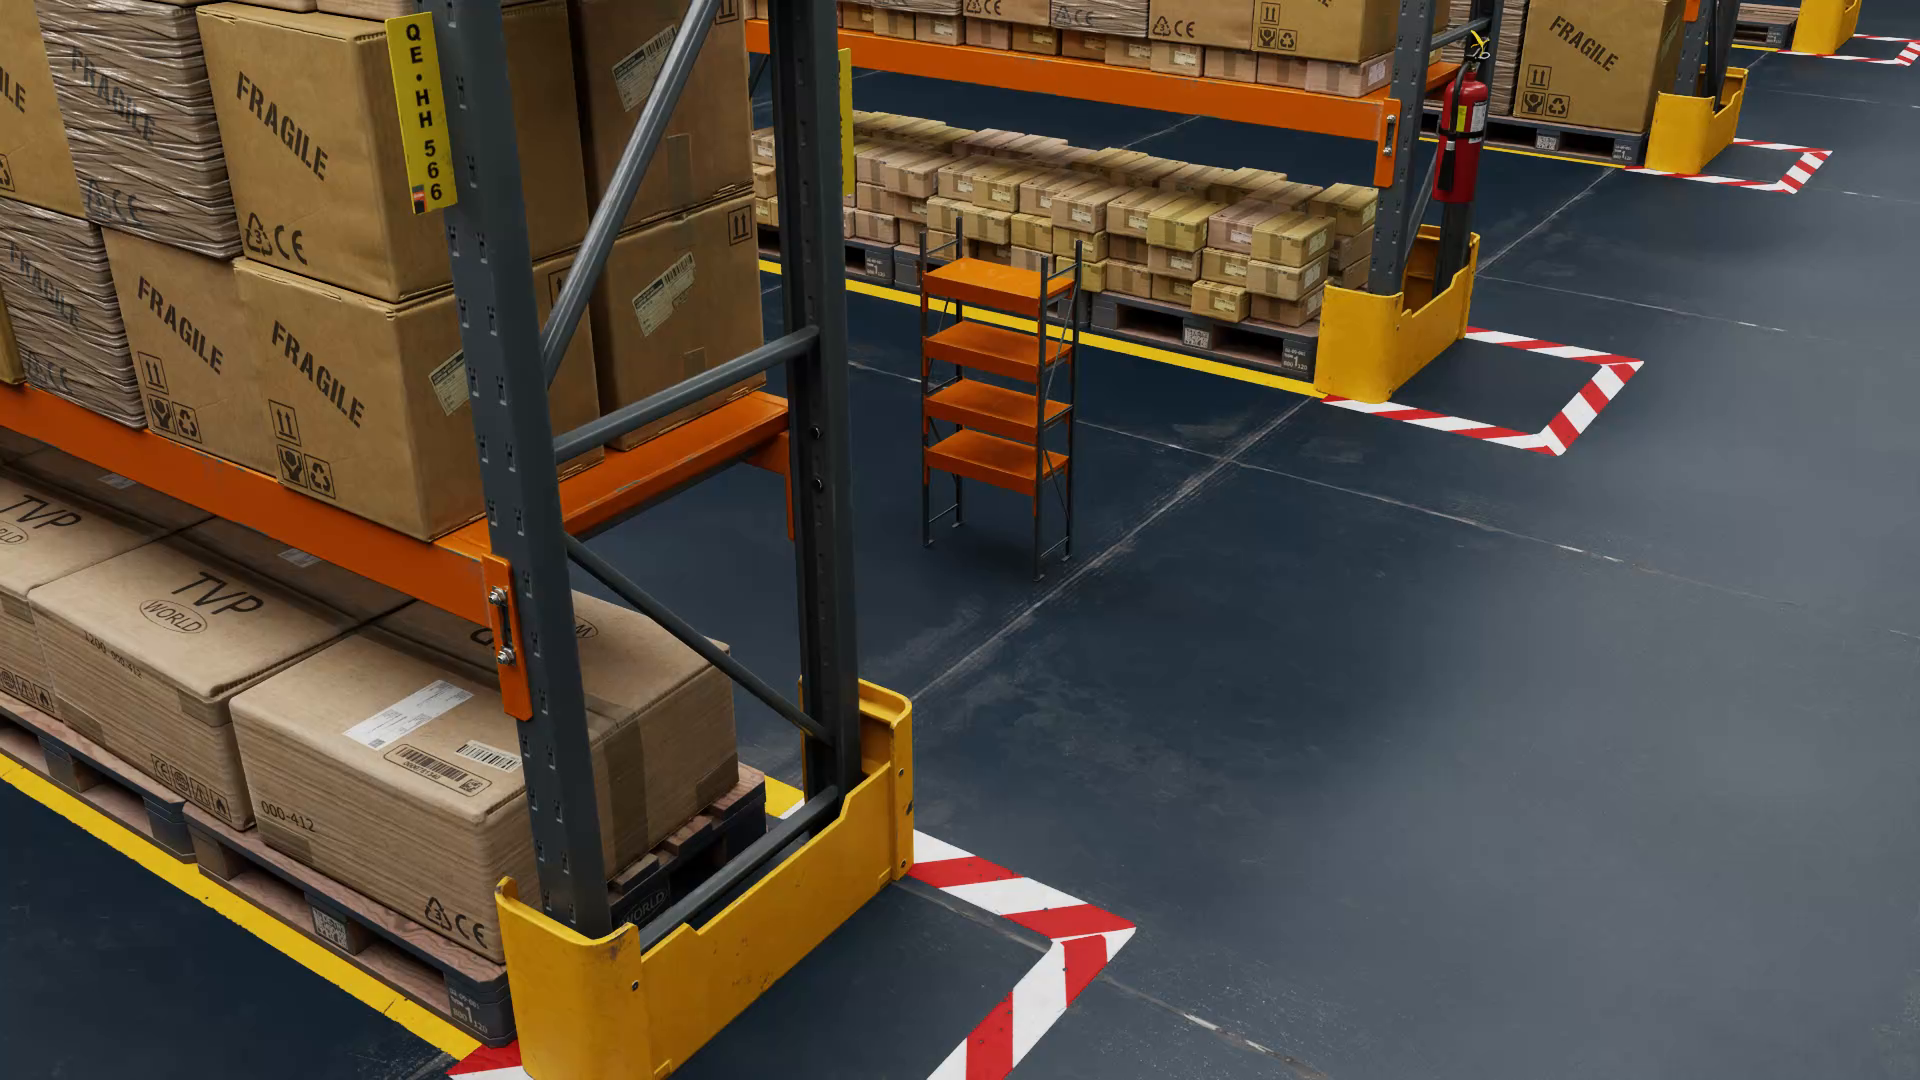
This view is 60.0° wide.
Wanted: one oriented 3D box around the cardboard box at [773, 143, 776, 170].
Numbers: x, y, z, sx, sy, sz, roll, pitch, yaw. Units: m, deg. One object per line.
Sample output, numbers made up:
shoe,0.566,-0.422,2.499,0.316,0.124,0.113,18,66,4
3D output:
cardboard box,-0.809,-2.127,9.147,0.250,0.149,0.380,19,33,33

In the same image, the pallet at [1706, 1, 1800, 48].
pallet,7.166,-4.841,15.529,1.213,0.211,1.003,17,32,30

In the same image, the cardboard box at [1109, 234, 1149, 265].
cardboard box,0.938,-1.495,8.234,0.250,0.149,0.380,17,31,30

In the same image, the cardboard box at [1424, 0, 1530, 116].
cardboard box,3.696,-3.614,11.924,0.875,0.875,0.875,17,32,30

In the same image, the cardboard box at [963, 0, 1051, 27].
cardboard box,0.361,-2.766,7.940,0.500,0.500,0.500,19,33,33

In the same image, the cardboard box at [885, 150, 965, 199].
cardboard box,-0.182,-1.926,8.752,0.250,0.149,0.380,18,32,31

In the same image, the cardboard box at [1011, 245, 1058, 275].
cardboard box,0.467,-1.458,8.487,0.250,0.149,0.380,18,32,31

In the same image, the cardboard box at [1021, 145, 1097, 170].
cardboard box,0.531,-1.980,8.857,0.250,0.149,0.380,17,32,30

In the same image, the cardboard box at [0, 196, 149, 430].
cardboard box,-1.974,-0.633,4.076,0.500,0.500,0.500,18,32,32

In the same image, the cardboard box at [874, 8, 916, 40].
cardboard box,-0.225,-2.649,8.424,0.250,0.149,0.380,18,32,31

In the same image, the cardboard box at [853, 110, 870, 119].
cardboard box,-0.729,-2.392,9.667,0.250,0.149,0.380,18,32,32

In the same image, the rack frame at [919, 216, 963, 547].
rack frame,-0.065,-0.555,6.017,0.015,1.200,0.240,17,32,30

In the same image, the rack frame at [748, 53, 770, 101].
rack frame,-1.170,-3.204,9.239,0.127,3.000,1.000,17,32,30

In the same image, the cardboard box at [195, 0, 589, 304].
cardboard box,-1.124,-0.826,3.352,0.500,0.500,0.500,18,32,32

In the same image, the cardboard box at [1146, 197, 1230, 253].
cardboard box,1.088,-1.505,7.925,0.250,0.149,0.380,17,31,29

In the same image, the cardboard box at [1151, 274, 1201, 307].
cardboard box,1.137,-1.279,8.137,0.250,0.149,0.380,17,32,30

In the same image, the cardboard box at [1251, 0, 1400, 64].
cardboard box,1.612,-2.373,7.168,0.500,0.500,0.500,18,32,31

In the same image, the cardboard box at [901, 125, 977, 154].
cardboard box,-0.117,-2.184,9.259,0.250,0.149,0.380,18,32,32

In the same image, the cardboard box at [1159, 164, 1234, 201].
cardboard box,1.206,-1.792,8.488,0.250,0.149,0.380,16,31,28

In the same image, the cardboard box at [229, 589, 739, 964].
cardboard box,-1.192,0.522,4.279,0.875,0.438,0.875,16,31,29

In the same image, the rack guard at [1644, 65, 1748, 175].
rack guard,5.039,-2.885,11.368,0.348,0.500,1.175,17,32,30

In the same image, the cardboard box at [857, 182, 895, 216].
cardboard box,-0.350,-1.890,9.009,0.250,0.149,0.380,16,31,28

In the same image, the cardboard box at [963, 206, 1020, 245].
cardboard box,0.224,-1.649,8.536,0.250,0.149,0.380,18,32,31

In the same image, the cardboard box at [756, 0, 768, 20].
cardboard box,-0.866,-2.859,8.837,0.250,0.149,0.380,18,32,32

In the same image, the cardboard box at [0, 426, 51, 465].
cardboard box,-3.432,-0.172,5.642,0.875,0.438,0.875,17,31,30

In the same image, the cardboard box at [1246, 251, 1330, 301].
cardboard box,1.531,-1.255,7.761,0.250,0.149,0.380,16,31,29

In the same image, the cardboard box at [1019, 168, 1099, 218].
cardboard box,0.503,-1.753,8.411,0.250,0.149,0.380,16,31,29

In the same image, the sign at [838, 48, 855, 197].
sign,-0.272,-0.928,3.724,0.005,0.325,0.100,17,32,30

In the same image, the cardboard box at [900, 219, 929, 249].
cardboard box,-0.119,-1.692,8.948,0.250,0.149,0.380,16,31,28

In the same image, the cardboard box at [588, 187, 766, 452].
cardboard box,-0.825,-0.576,3.964,0.500,0.500,0.500,17,32,30

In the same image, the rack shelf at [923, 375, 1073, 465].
rack shelf,0.136,-0.432,5.925,0.480,0.148,0.258,17,32,30

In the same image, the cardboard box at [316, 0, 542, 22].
cardboard box,-1.001,-1.097,3.171,0.250,0.149,0.380,18,32,31

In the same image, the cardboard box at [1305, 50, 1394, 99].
cardboard box,1.699,-2.043,7.235,0.250,0.149,0.380,17,32,30

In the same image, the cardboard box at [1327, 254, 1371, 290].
cardboard box,1.877,-1.348,8.272,0.250,0.149,0.380,18,32,31

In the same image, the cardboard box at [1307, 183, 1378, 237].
cardboard box,1.888,-1.620,8.151,0.250,0.149,0.380,16,31,28

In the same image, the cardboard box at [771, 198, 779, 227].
cardboard box,-0.832,-1.839,9.237,0.250,0.149,0.380,18,32,32

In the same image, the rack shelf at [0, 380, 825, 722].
rack shelf,-2.240,-0.494,4.706,4.000,0.370,1.077,17,32,30

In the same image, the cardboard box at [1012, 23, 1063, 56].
cardboard box,0.459,-2.469,8.071,0.250,0.149,0.380,18,32,31

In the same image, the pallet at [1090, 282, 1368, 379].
pallet,1.415,-1.176,8.328,1.213,0.211,1.003,17,32,30

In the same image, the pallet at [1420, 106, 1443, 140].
pallet,3.314,-3.252,12.408,1.213,0.211,1.003,17,32,30

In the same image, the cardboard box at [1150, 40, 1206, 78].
cardboard box,1.076,-2.237,7.615,0.250,0.149,0.380,18,32,32

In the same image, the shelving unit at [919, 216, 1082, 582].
shelving unit,0.136,-0.492,5.894,0.503,1.200,0.258,17,32,30
